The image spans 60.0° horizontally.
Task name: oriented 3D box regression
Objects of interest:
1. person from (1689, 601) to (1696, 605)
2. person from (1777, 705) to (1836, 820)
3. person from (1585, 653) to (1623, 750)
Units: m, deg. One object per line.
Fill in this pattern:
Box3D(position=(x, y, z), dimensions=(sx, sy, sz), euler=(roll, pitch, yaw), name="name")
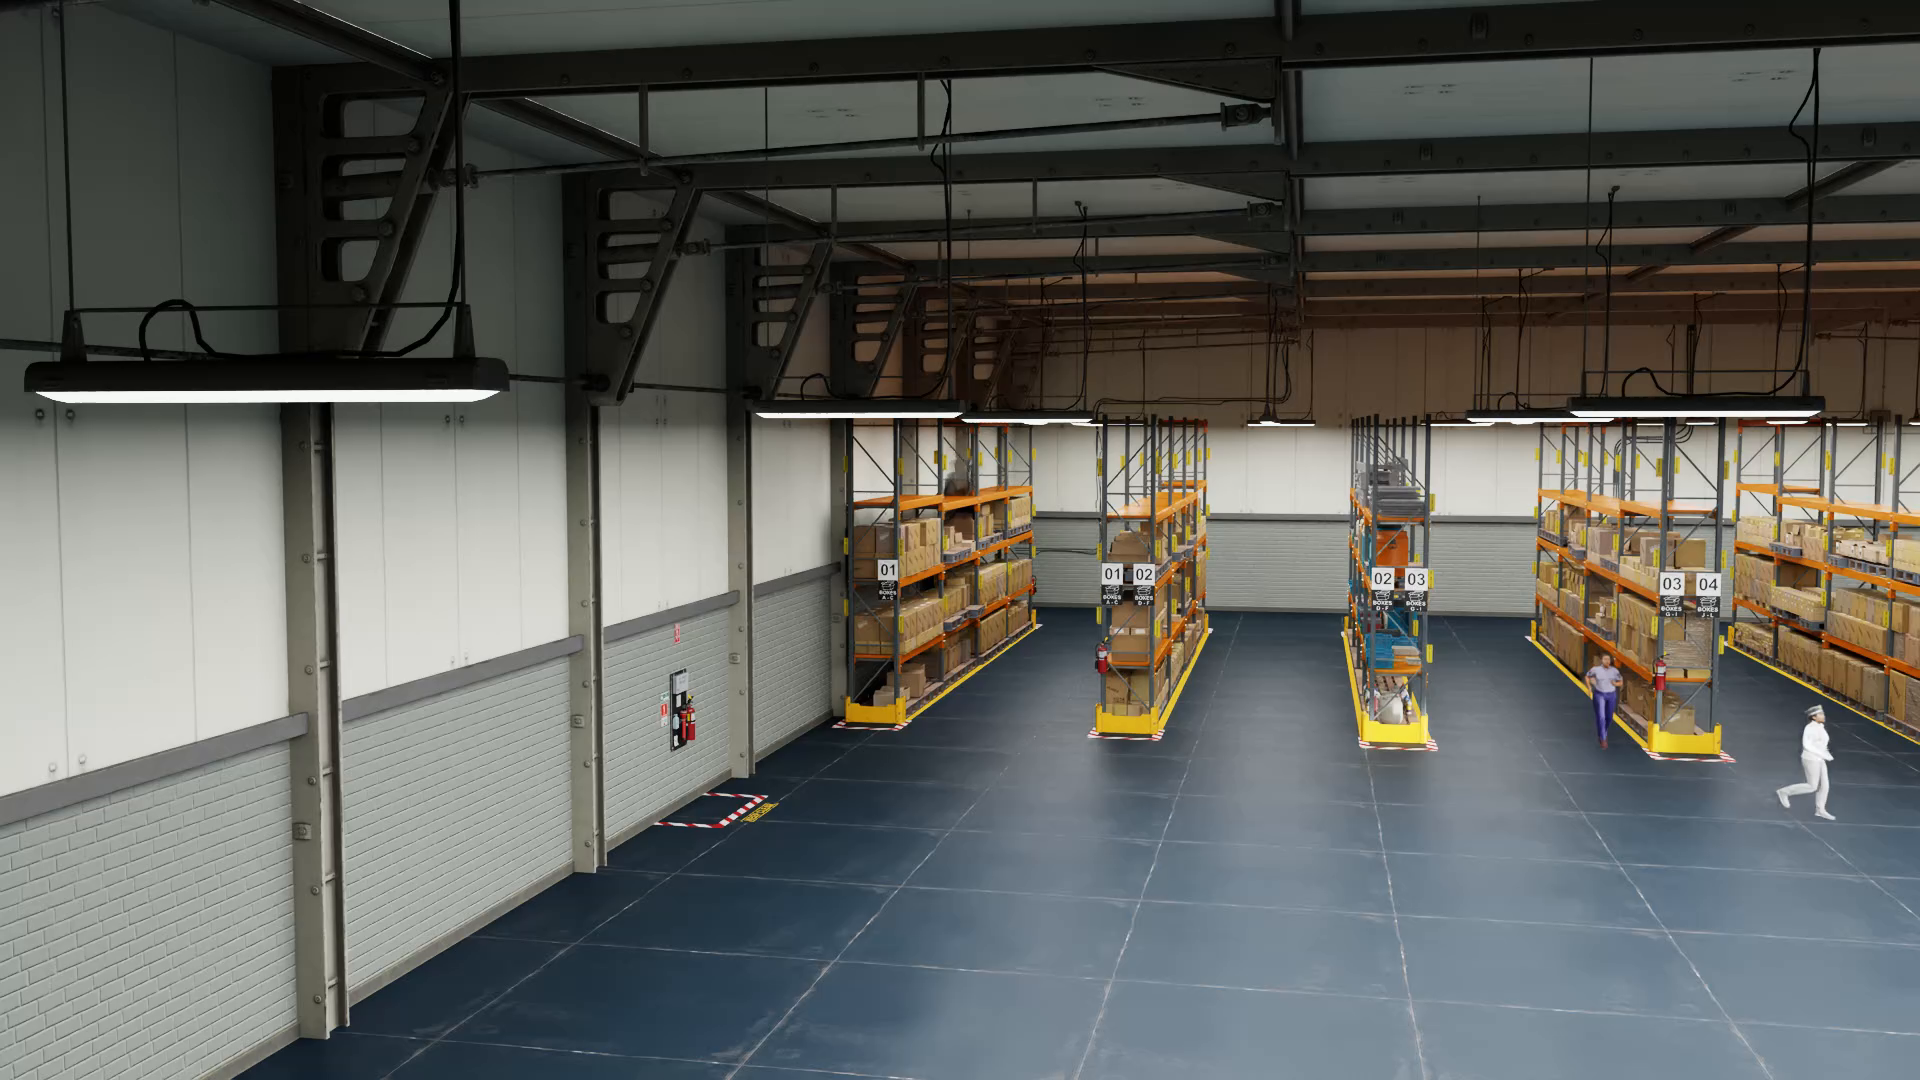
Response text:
Box3D(position=(18.833, 2.052, 42.322), dimensions=(0.636, 1.804, 0.797), euler=(1, 4, 12), name="person")
Box3D(position=(12.575, 3.259, 24.611), dimensions=(0.781, 1.695, 0.624), euler=(3, 5, 42), name="person")
Box3D(position=(11.656, 2.881, 30.058), dimensions=(0.589, 1.672, 0.878), euler=(0, 4, 5), name="person")
